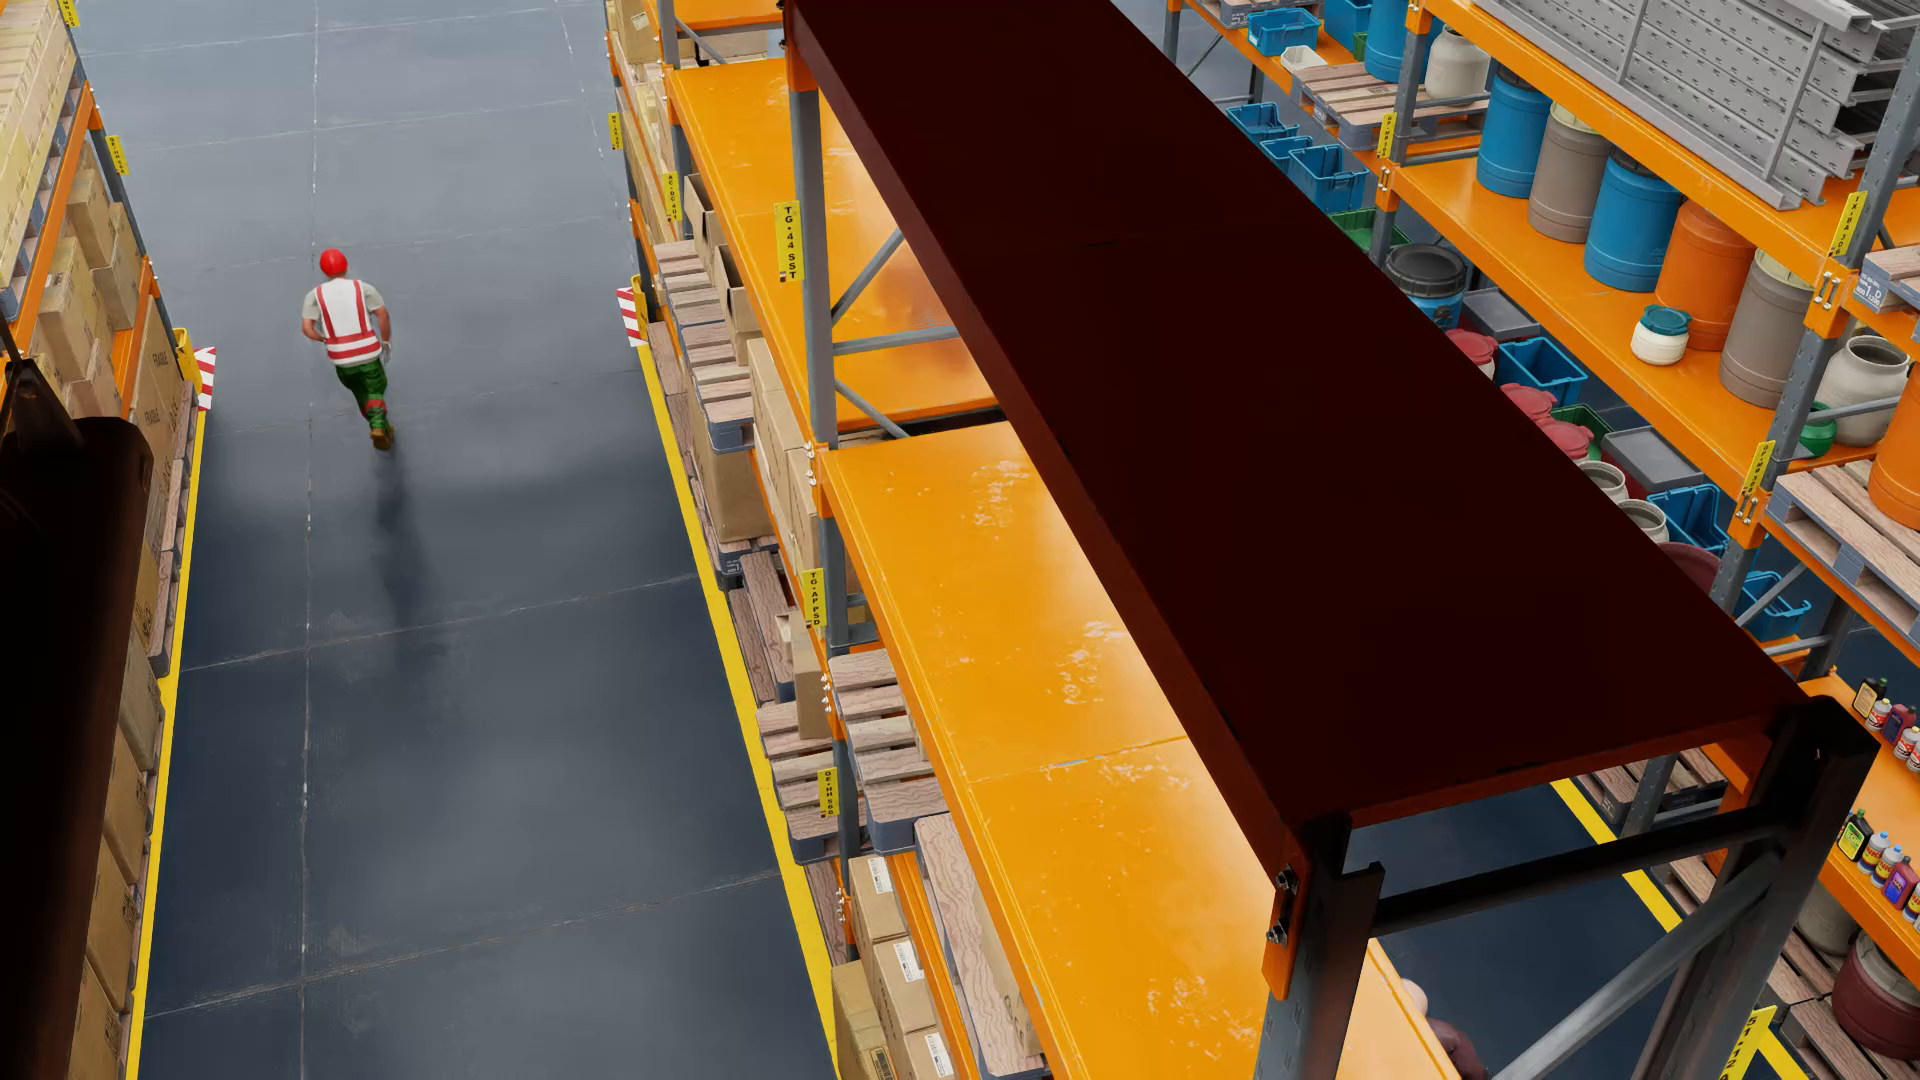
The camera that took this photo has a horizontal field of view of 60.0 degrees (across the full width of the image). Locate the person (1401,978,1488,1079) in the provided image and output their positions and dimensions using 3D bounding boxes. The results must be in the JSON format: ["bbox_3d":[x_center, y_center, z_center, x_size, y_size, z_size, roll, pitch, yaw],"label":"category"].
[{"bbox_3d":[1.937,2.664,7.640,0.716,1.831,0.933,-12,40,-14],"label":"person"}]

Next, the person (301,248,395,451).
[{"bbox_3d":[-4.811,-1.412,13.265,0.659,1.723,0.920,-15,41,-19],"label":"person"}]
